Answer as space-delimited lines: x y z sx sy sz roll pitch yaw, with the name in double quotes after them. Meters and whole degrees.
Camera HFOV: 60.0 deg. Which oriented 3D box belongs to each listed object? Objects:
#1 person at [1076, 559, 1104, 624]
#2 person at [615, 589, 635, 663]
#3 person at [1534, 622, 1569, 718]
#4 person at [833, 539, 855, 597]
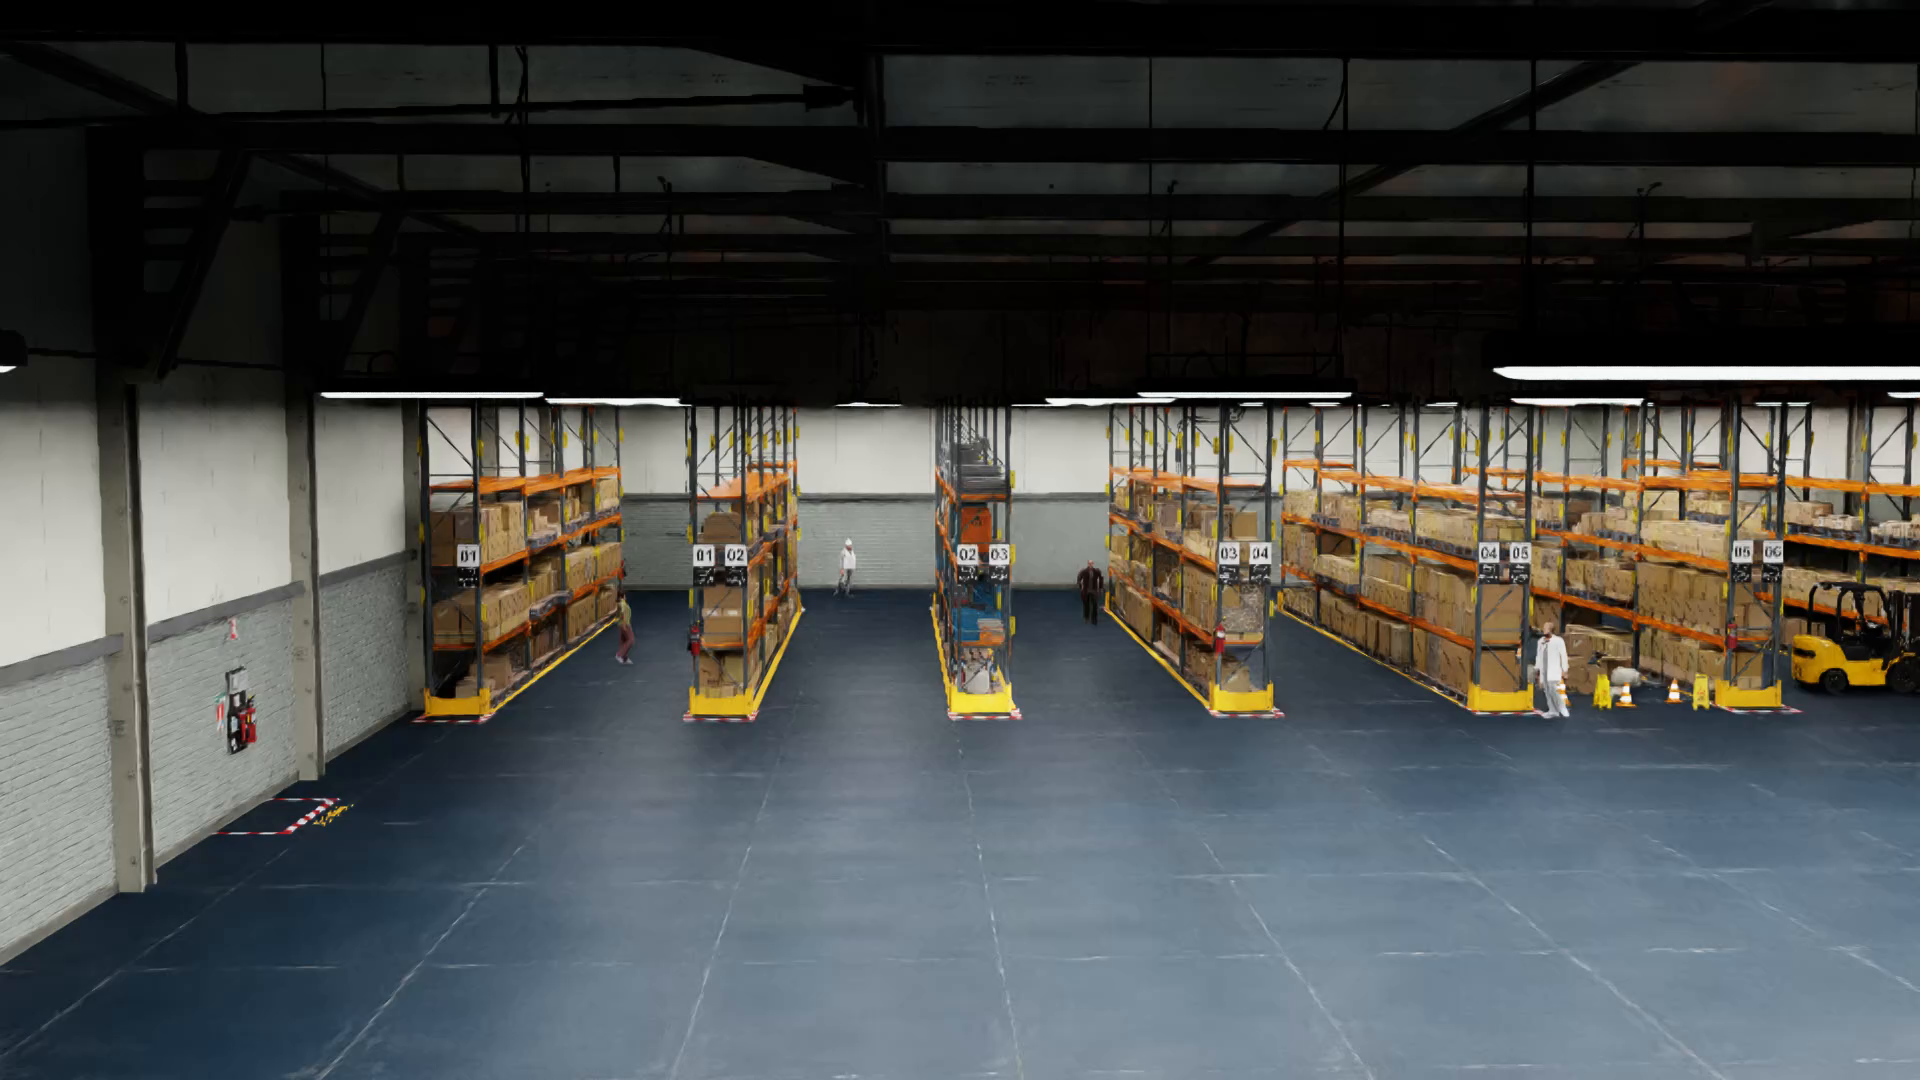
3.482 1.364 44.393 0.748 1.741 0.741 0 4 2 "person"
-7.583 1.943 37.428 0.432 1.670 0.503 -3 5 -29 "person"
10.958 2.410 30.763 0.503 1.772 0.710 -3 5 -29 "person"
-3.518 0.854 50.643 0.691 1.761 0.515 -4 6 -43 "person"
